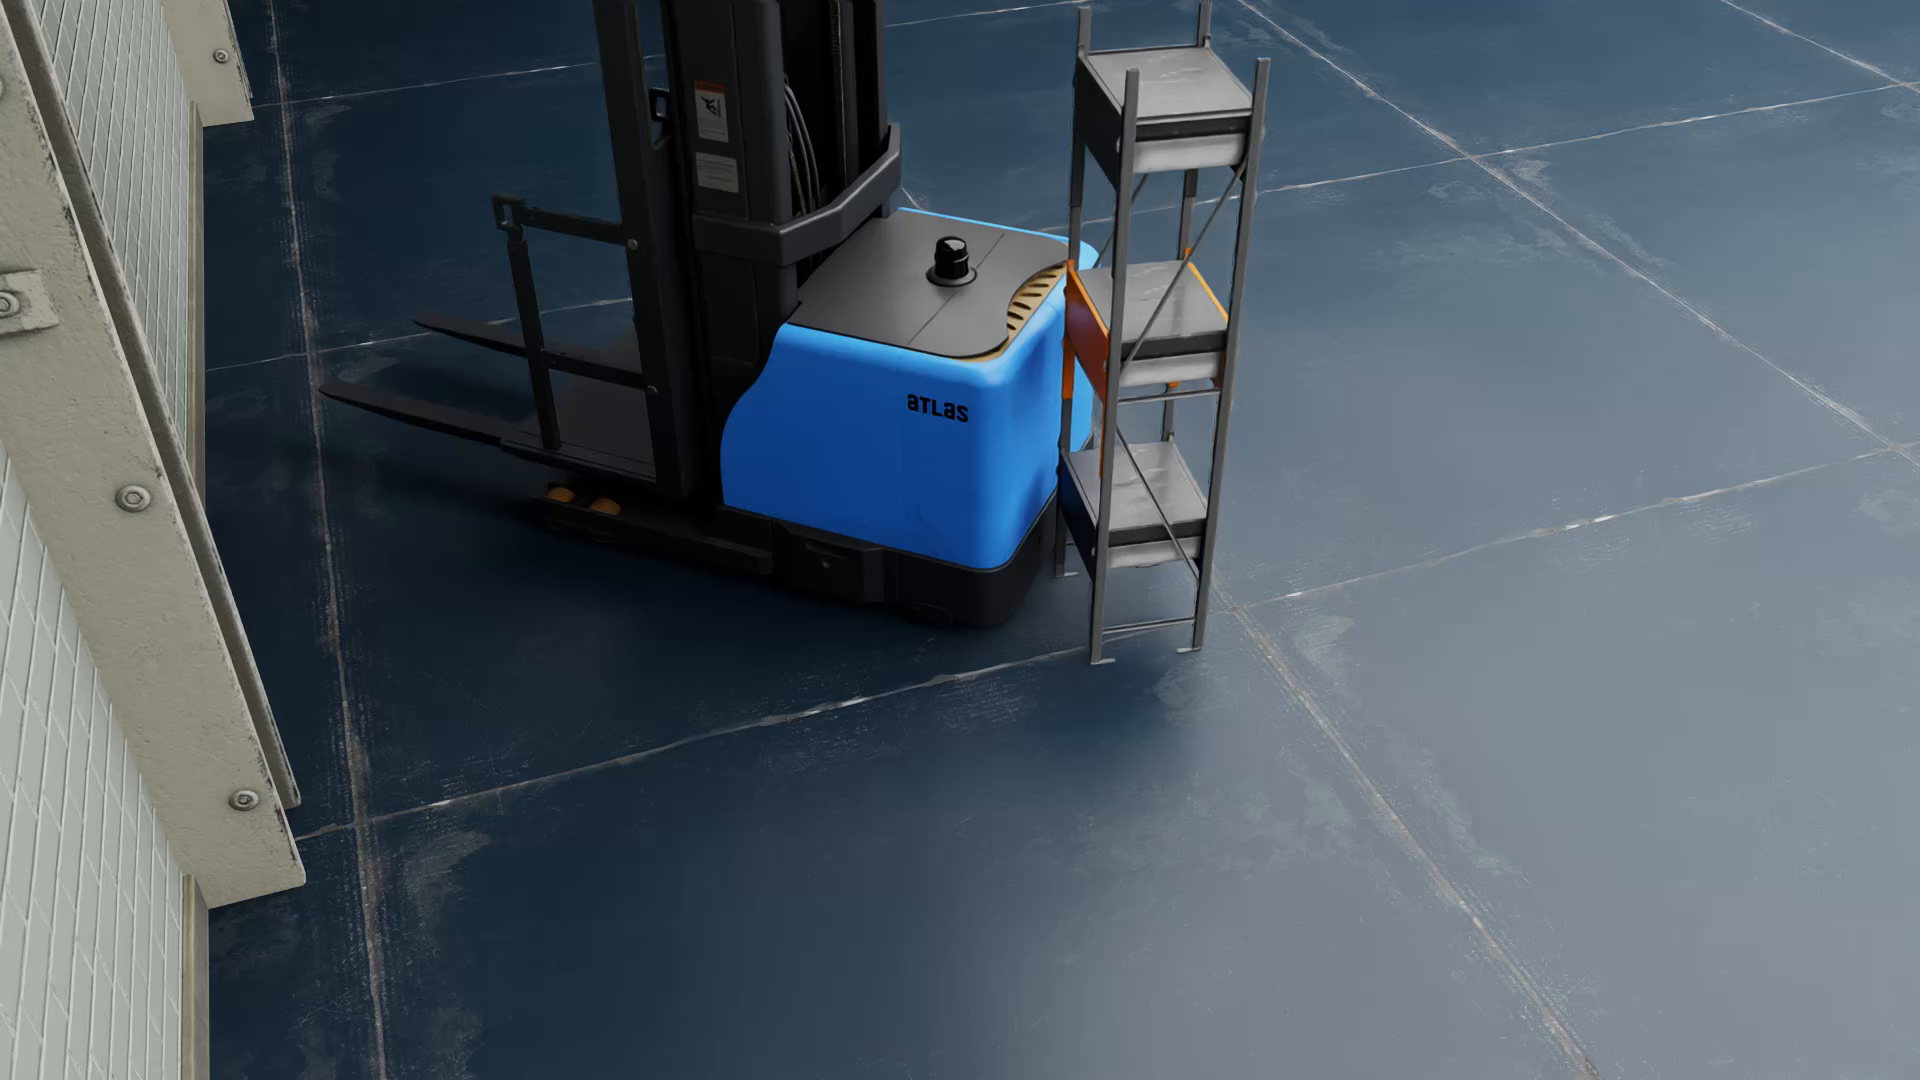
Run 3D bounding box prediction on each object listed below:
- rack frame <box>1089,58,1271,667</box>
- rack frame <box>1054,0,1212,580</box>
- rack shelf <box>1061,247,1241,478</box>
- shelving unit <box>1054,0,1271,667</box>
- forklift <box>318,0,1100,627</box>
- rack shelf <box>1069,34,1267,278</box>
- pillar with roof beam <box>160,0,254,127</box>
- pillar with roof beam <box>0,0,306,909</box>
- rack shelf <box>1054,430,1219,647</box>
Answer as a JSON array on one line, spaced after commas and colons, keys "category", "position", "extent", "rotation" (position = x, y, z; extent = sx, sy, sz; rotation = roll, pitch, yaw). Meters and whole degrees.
[{"category": "rack frame", "position": [0.640, -0.435, 5.083], "extent": [0.400, 2.100, 0.015], "rotation": [-7, 38, -9]}, {"category": "rack frame", "position": [0.541, -0.723, 5.465], "extent": [0.400, 2.100, 0.015], "rotation": [-7, 38, -9]}, {"category": "rack shelf", "position": [0.590, -0.568, 5.282], "extent": [0.431, 0.518, 0.480], "rotation": [-7, 38, -9]}, {"category": "shelving unit", "position": [0.590, -0.579, 5.274], "extent": [0.431, 2.100, 0.503], "rotation": [-7, 38, -9]}, {"category": "forklift", "position": [-1.059, -1.436, 5.720], "extent": [3.031, 2.935, 1.130], "rotation": [14, 39, 18]}, {"category": "rack shelf", "position": [0.590, -1.127, 4.861], "extent": [0.431, 0.518, 0.480], "rotation": [-7, 38, -9]}, {"category": "pillar with roof beam", "position": [-0.165, -6.940, 7.985], "extent": [9.100, 9.000, 0.400], "rotation": [-12, 39, -16]}, {"category": "pillar with roof beam", "position": [1.900, -3.551, 3.485], "extent": [9.100, 9.000, 0.400], "rotation": [-12, 39, -16]}, {"category": "rack shelf", "position": [0.590, -0.009, 5.703], "extent": [0.431, 0.518, 0.480], "rotation": [-7, 38, -9]}]
